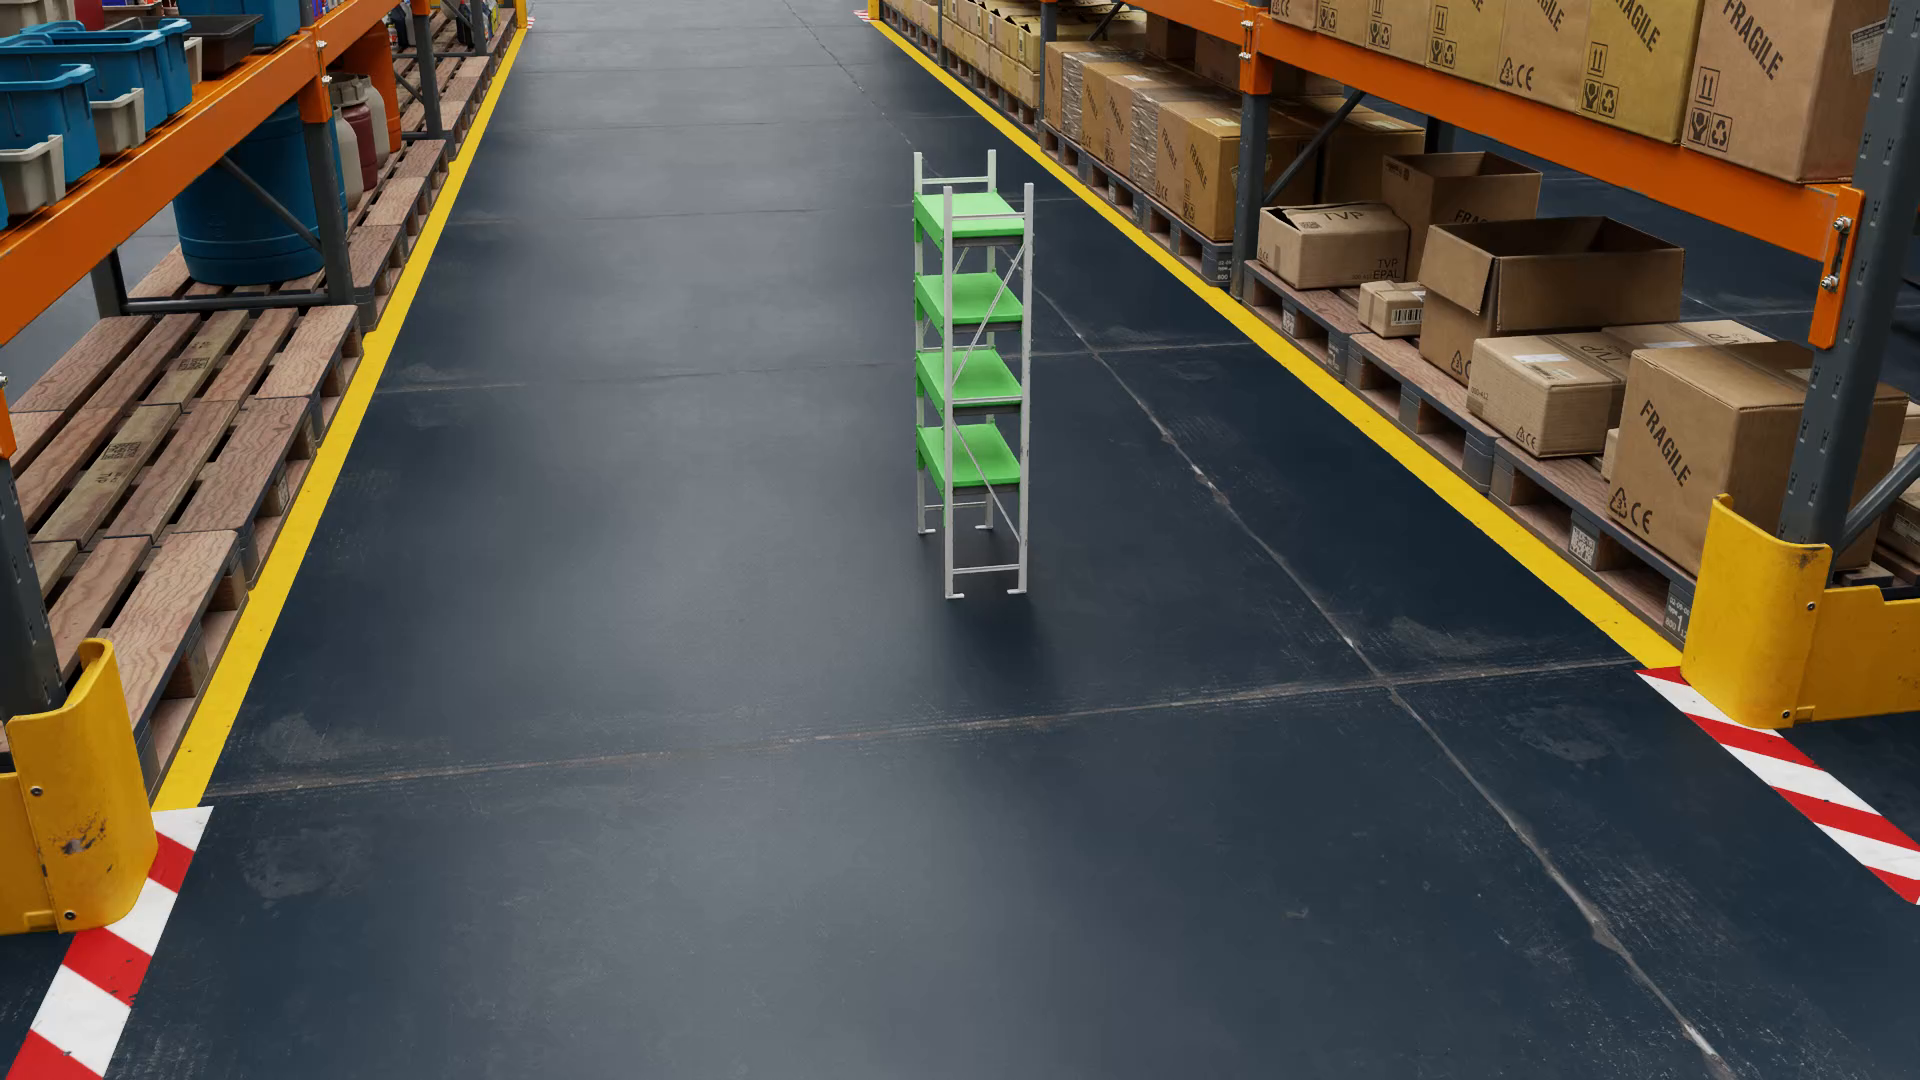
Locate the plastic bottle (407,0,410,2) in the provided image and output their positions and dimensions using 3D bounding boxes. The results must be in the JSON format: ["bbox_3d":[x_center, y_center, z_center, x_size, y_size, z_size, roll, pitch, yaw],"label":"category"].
[{"bbox_3d":[-5.212,-4.985,15.775,0.097,0.271,0.097,0,24,0],"label":"plastic bottle"}]

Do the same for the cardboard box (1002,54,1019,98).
[{"bbox_3d":[0.608,-3.447,12.305,0.500,0.250,0.500,-5,24,-10],"label":"cardboard box"}]

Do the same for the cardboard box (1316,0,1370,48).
[{"bbox_3d":[1.708,-2.174,6.354,0.500,0.500,0.500,-4,24,-9],"label":"cardboard box"}]

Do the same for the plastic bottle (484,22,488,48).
[{"bbox_3d":[-4.193,-4.440,14.528,0.097,0.271,0.097,0,24,0],"label":"plastic bottle"}]

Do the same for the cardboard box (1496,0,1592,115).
[{"bbox_3d":[1.986,-1.579,4.992,0.500,0.500,0.500,-4,24,-9],"label":"cardboard box"}]

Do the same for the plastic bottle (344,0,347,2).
[{"bbox_3d":[-2.898,-2.656,7.730,0.061,0.283,0.133,-4,24,-10],"label":"plastic bottle"}]

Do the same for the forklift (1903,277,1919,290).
[{"bbox_3d":[4.675,-1.712,5.509,1.130,2.935,3.031,-3,24,-6],"label":"forklift"}]

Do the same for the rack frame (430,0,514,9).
[{"bbox_3d":[-5.304,-6.905,17.311,1.000,3.000,0.127,-4,24,-10],"label":"rack frame"}]

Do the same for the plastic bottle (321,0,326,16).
[{"bbox_3d":[-2.798,-2.366,7.167,0.097,0.201,0.097,0,24,0],"label":"plastic bottle"}]

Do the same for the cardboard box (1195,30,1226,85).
[{"bbox_3d":[1.655,-2.748,9.431,0.500,0.250,0.500,-5,24,-11],"label":"cardboard box"}]

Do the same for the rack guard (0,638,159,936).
[{"bbox_3d":[-2.328,0.543,3.382,1.175,0.500,0.348,-4,24,-10],"label":"rack guard"}]

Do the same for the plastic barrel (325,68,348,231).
[{"bbox_3d":[-3.300,-1.909,7.970,0.600,0.901,0.708,-4,24,-10],"label":"plastic barrel"}]

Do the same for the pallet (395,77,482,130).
[{"bbox_3d":[-4.152,-3.266,12.465,1.003,0.211,1.213,-4,24,-10],"label":"pallet"}]

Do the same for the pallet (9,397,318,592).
[{"bbox_3d":[-2.682,-0.139,5.305,1.003,0.211,1.213,-4,24,-10],"label":"pallet"}]

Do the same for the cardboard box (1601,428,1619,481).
[{"bbox_3d":[2.194,-0.241,5.045,0.380,0.166,0.250,-4,24,-10],"label":"cardboard box"}]

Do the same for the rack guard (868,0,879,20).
[{"bbox_3d":[-0.440,-6.134,18.669,1.175,0.500,0.348,-4,24,-10],"label":"rack guard"}]

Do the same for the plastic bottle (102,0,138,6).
[{"bbox_3d":[-3.476,-2.259,6.829,0.152,0.276,0.135,-4,24,-10],"label":"plastic bottle"}]

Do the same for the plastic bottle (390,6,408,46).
[{"bbox_3d":[-4.967,-4.551,14.682,0.144,0.351,0.185,-5,24,-11],"label":"plastic bottle"}]

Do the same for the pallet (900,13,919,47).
[{"bbox_3d":[-0.031,-5.215,16.927,1.003,0.211,1.213,-4,24,-10],"label":"pallet"}]

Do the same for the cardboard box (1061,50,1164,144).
[{"bbox_3d":[0.949,-2.773,10.426,0.500,0.500,0.500,-5,24,-12],"label":"cardboard box"}]

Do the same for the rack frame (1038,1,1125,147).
[{"bbox_3d":[1.044,-4.123,10.942,1.000,3.000,0.127,-4,24,-10],"label":"rack frame"}]

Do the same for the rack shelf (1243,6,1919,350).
[{"bbox_3d":[2.153,-1.433,5.683,1.077,0.370,4.000,-4,24,-10],"label":"rack shelf"}]

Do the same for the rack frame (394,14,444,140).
[{"bbox_3d":[-3.825,-3.758,10.106,1.000,3.000,0.127,-4,24,-10],"label":"rack frame"}]

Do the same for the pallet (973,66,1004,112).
[{"bbox_3d":[0.708,-3.651,13.345,1.003,0.211,1.213,-4,24,-10],"label":"pallet"}]

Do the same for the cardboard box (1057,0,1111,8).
[{"bbox_3d":[0.942,-4.149,13.212,0.500,0.311,0.500,-5,24,-10],"label":"cardboard box"}]

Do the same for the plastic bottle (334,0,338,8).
[{"bbox_3d":[-2.859,-2.527,7.450,0.097,0.271,0.097,0,24,0],"label":"plastic bottle"}]

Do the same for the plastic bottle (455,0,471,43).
[{"bbox_3d":[-4.448,-4.656,14.924,0.144,0.351,0.185,-4,24,-10],"label":"plastic bottle"}]

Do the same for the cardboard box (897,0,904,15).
[{"bbox_3d":[-0.367,-5.582,17.193,0.500,0.250,0.500,-4,24,-10],"label":"cardboard box"}]

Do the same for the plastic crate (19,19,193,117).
[{"bbox_3d":[-2.367,-1.319,4.657,0.416,0.233,0.300,-4,24,-10],"label":"plastic crate"}]

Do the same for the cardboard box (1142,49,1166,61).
[{"bbox_3d":[1.447,-2.829,10.552,0.500,0.500,0.500,-3,24,-8],"label":"cardboard box"}]

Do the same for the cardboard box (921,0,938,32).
[{"bbox_3d":[-0.079,-4.992,15.844,0.500,0.250,0.500,-4,24,-10],"label":"cardboard box"}]

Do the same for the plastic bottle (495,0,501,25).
[{"bbox_3d":[-4.494,-5.127,16.085,0.061,0.283,0.133,-4,24,-8],"label":"plastic bottle"}]

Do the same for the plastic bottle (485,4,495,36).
[{"bbox_3d":[-4.331,-4.778,15.287,0.061,0.283,0.133,-3,24,-7],"label":"plastic bottle"}]

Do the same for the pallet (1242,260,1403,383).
[{"bbox_3d":[1.909,-1.001,7.279,1.003,0.211,1.213,-4,24,-10],"label":"pallet"}]

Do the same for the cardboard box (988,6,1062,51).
[{"bbox_3d":[0.512,-3.903,12.648,0.500,0.311,0.500,-4,24,-10],"label":"cardboard box"}]

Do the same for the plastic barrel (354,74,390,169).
[{"bbox_3d":[-3.525,-2.404,9.589,0.421,0.512,0.421,0,24,0],"label":"plastic barrel"}]

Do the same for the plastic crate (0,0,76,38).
[{"bbox_3d":[-2.984,-1.543,5.109,0.437,0.282,0.530,-4,24,-10],"label":"plastic crate"}]

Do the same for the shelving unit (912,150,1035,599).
[{"bbox_3d":[0.031,-0.485,4.861,0.258,1.200,0.503,-4,24,-10],"label":"shelving unit"}]

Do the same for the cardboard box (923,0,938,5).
[{"bbox_3d":[-0.078,-5.336,15.694,0.500,0.500,0.500,-4,24,-10],"label":"cardboard box"}]

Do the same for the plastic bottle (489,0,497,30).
[{"bbox_3d":[-4.454,-4.982,15.669,0.144,0.351,0.185,-3,24,-8],"label":"plastic bottle"}]

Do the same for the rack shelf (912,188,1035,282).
[{"bbox_3d":[0.031,-0.866,4.694,0.258,0.148,0.480,-4,24,-10],"label":"rack shelf"}]

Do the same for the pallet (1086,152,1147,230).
[{"bbox_3d":[1.367,-2.070,9.725,1.003,0.211,1.213,-4,24,-10],"label":"pallet"}]

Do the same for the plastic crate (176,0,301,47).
[{"bbox_3d":[-2.664,-2.046,6.132,0.392,0.384,0.575,-4,24,-10],"label":"plastic crate"}]

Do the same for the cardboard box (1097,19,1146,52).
[{"bbox_3d":[1.235,-3.540,11.818,0.500,0.311,0.500,-4,24,-8],"label":"cardboard box"}]

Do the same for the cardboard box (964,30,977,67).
[{"bbox_3d":[0.327,-4.047,13.679,0.500,0.250,0.500,-5,24,-11],"label":"cardboard box"}]

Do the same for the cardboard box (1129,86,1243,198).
[{"bbox_3d":[1.235,-2.171,9.046,0.500,0.500,0.500,-4,24,-9],"label":"cardboard box"}]

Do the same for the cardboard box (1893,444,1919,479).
[{"bbox_3d":[2.737,-0.168,4.877,0.380,0.166,0.250,-4,24,-10],"label":"cardboard box"}]

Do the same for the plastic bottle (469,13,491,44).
[{"bbox_3d":[-4.279,-4.568,14.814,0.152,0.276,0.135,-3,24,-8],"label":"plastic bottle"}]

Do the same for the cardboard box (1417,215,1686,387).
[{"bbox_3d":[2.136,-0.869,6.060,0.797,0.503,0.637,-4,24,-10],"label":"cardboard box"}]

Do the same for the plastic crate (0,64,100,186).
[{"bbox_3d":[-2.189,-0.942,3.794,0.416,0.233,0.300,-4,24,-10],"label":"plastic crate"}]

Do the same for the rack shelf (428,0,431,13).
[{"bbox_3d":[-4.195,-4.215,12.052,1.077,0.370,4.000,-4,24,-10],"label":"rack shelf"}]

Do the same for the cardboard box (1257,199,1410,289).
[{"bbox_3d":[1.648,-1.338,7.375,0.500,0.311,0.500,-4,24,-10],"label":"cardboard box"}]

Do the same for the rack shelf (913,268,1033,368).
[{"bbox_3d":[0.031,-0.646,4.790,0.258,0.148,0.480,-4,24,-10],"label":"rack shelf"}]

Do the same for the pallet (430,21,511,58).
[{"bbox_3d":[-4.877,-4.801,15.980,1.003,0.211,1.213,-4,24,-10],"label":"pallet"}]

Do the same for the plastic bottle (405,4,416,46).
[{"bbox_3d":[-4.825,-4.562,14.707,0.144,0.351,0.185,-4,24,-10],"label":"plastic bottle"}]

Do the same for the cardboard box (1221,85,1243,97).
[{"bbox_3d":[1.739,-2.220,9.159,0.500,0.500,0.500,-4,24,-9],"label":"cardboard box"}]

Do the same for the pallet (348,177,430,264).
[{"bbox_3d":[-3.416,-1.694,8.865,1.003,0.211,1.213,-4,24,-10],"label":"pallet"}]

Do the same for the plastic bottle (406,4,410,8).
[{"bbox_3d":[-5.088,-4.783,15.308,0.152,0.276,0.135,-4,24,-9],"label":"plastic bottle"}]

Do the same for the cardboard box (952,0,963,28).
[{"bbox_3d":[0.223,-4.507,14.033,0.500,0.311,0.500,-5,24,-10],"label":"cardboard box"}]
